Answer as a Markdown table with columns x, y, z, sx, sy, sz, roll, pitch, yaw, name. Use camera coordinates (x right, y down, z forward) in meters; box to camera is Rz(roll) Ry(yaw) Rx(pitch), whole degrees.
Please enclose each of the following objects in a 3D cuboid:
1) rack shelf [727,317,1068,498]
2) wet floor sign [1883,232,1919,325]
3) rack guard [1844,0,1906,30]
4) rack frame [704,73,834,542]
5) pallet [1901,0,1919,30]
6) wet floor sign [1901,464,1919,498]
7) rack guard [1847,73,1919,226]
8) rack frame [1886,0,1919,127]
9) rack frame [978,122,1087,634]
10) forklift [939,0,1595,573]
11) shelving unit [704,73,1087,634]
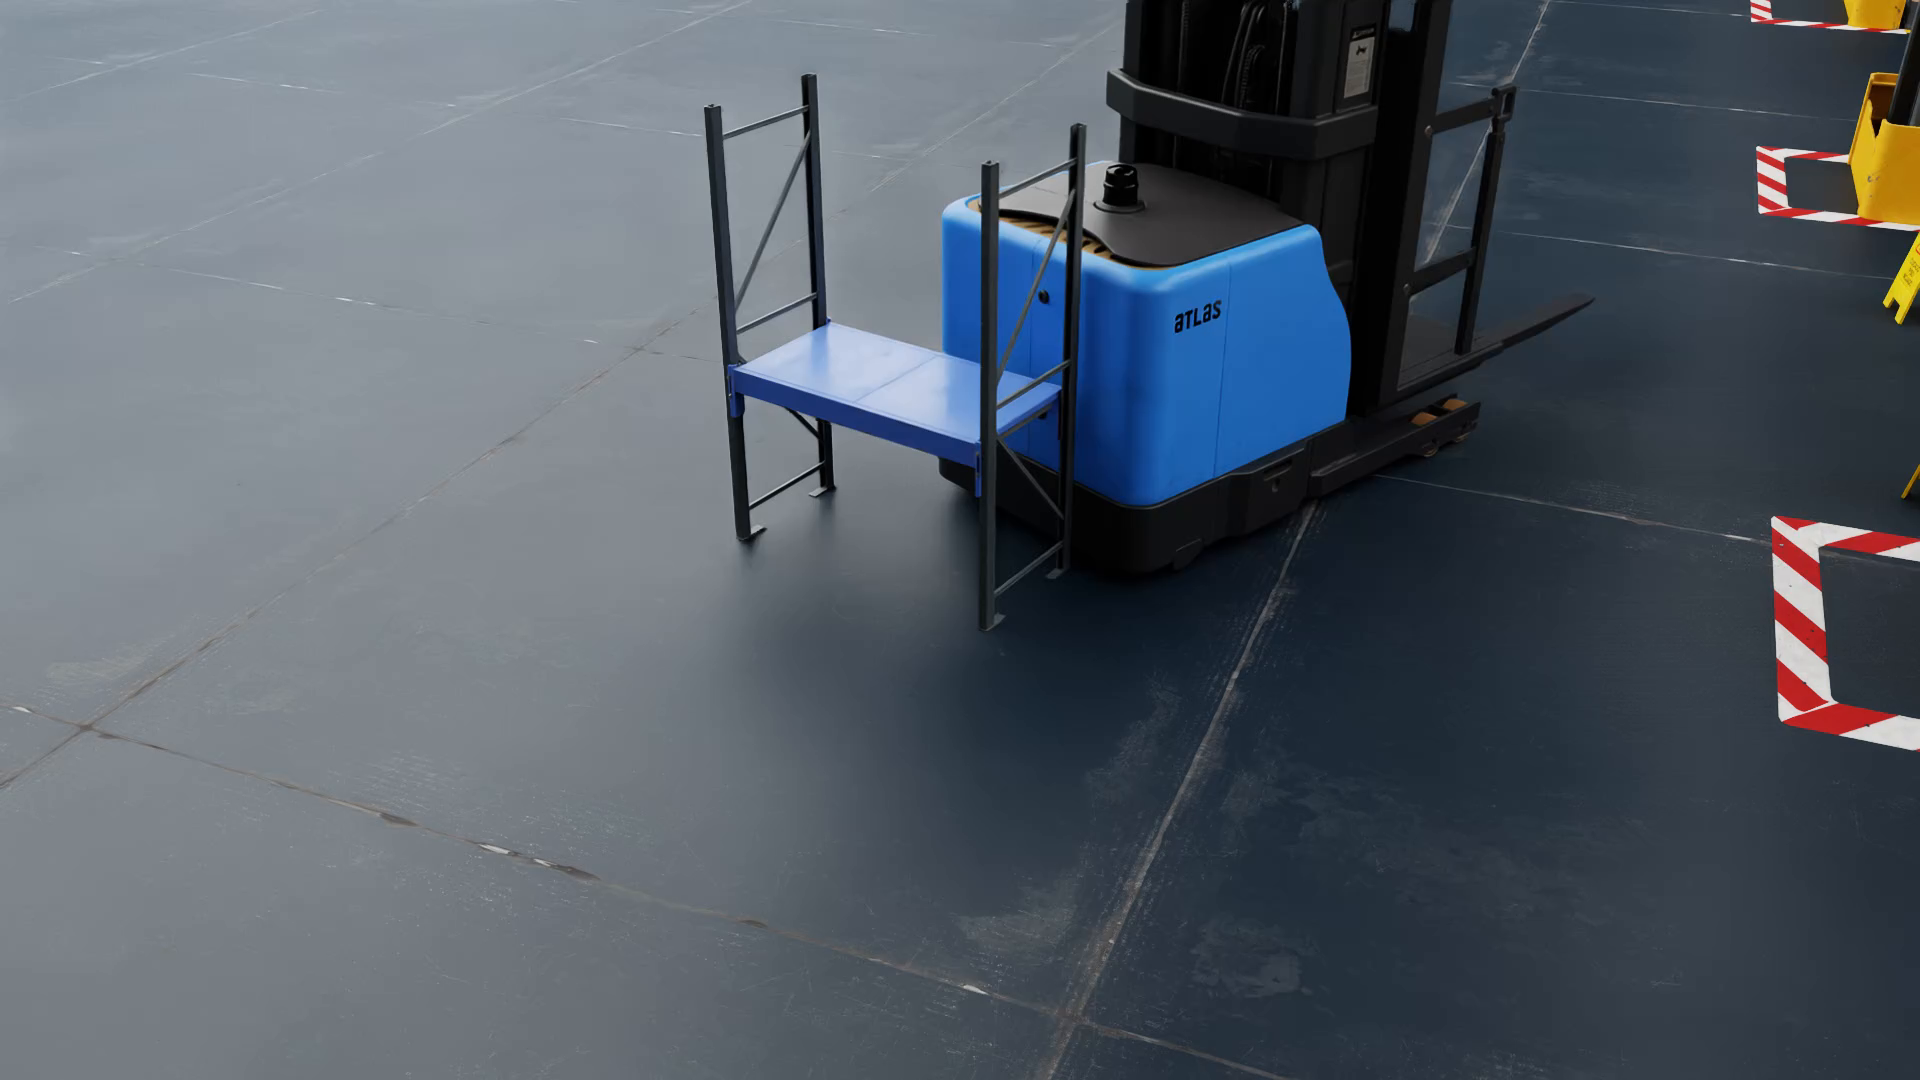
| x | y | z | sx | sy | sz | roll | pitch | yaw | name |
| --- | --- | --- | --- | --- | --- | --- | --- | --- | --- |
| -0.202 | -0.451 | 5.389 | 1.000 | 0.185 | 0.538 | 19 | 35 | 30 | rack shelf |
| 4.351 | -1.299 | 7.393 | 0.232 | 0.644 | 0.267 | 6 | 30 | 11 | wet floor sign |
| 7.151 | -4.362 | 12.959 | 0.348 | 0.500 | 1.175 | 11 | 31 | 19 | rack guard |
| -0.618 | -0.752 | 5.555 | 0.032 | 1.500 | 0.500 | 19 | 35 | 30 | rack frame |
| 7.891 | -4.070 | 12.736 | 1.213 | 0.211 | 1.003 | 11 | 31 | 19 | pallet |
| 3.581 | -0.444 | 5.880 | 0.232 | 0.644 | 0.267 | 24 | 37 | 36 | wet floor sign |
| 5.100 | -2.138 | 9.024 | 0.348 | 0.500 | 1.175 | 11 | 31 | 19 | rack guard |
| 5.122 | -3.222 | 8.401 | 0.127 | 3.000 | 1.000 | 11 | 31 | 19 | rack frame |
| 0.214 | -0.464 | 5.046 | 0.032 | 1.500 | 0.500 | 19 | 35 | 30 | rack frame |
| 1.368 | -1.765 | 5.895 | 3.031 | 2.935 | 1.130 | -23 | 37 | -35 | forklift |
| -0.202 | -0.608 | 5.301 | 1.048 | 1.500 | 0.538 | 19 | 35 | 30 | shelving unit |
